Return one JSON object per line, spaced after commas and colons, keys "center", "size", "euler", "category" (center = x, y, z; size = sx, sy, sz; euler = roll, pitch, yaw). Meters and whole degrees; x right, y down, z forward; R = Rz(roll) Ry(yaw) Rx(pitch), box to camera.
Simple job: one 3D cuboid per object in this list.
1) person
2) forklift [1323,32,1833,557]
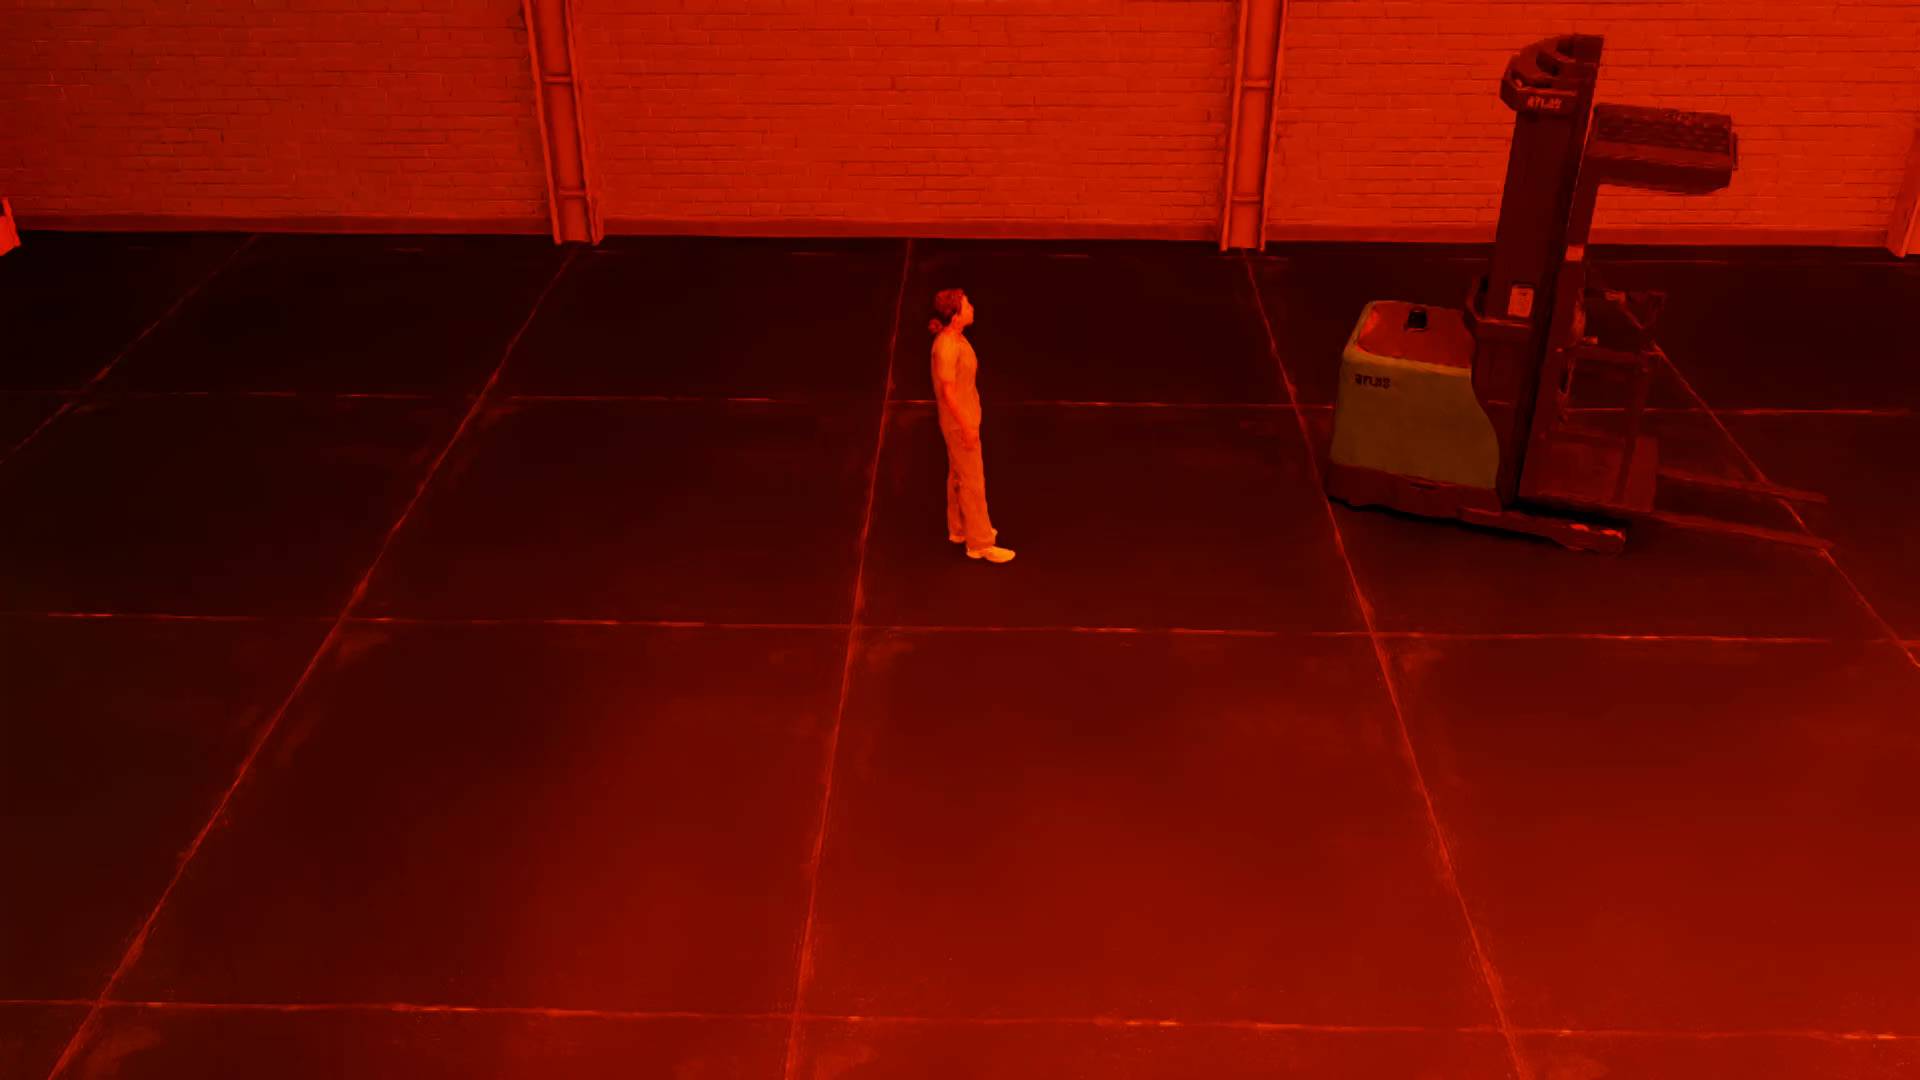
{"center": [0.074, -0.720, 10.058], "size": [0.548, 1.674, 0.550], "euler": [1, 31, 1], "category": "person"}
{"center": [3.955, -1.465, 10.099], "size": [3.031, 2.935, 1.130], "euler": [11, 32, 18], "category": "forklift"}
